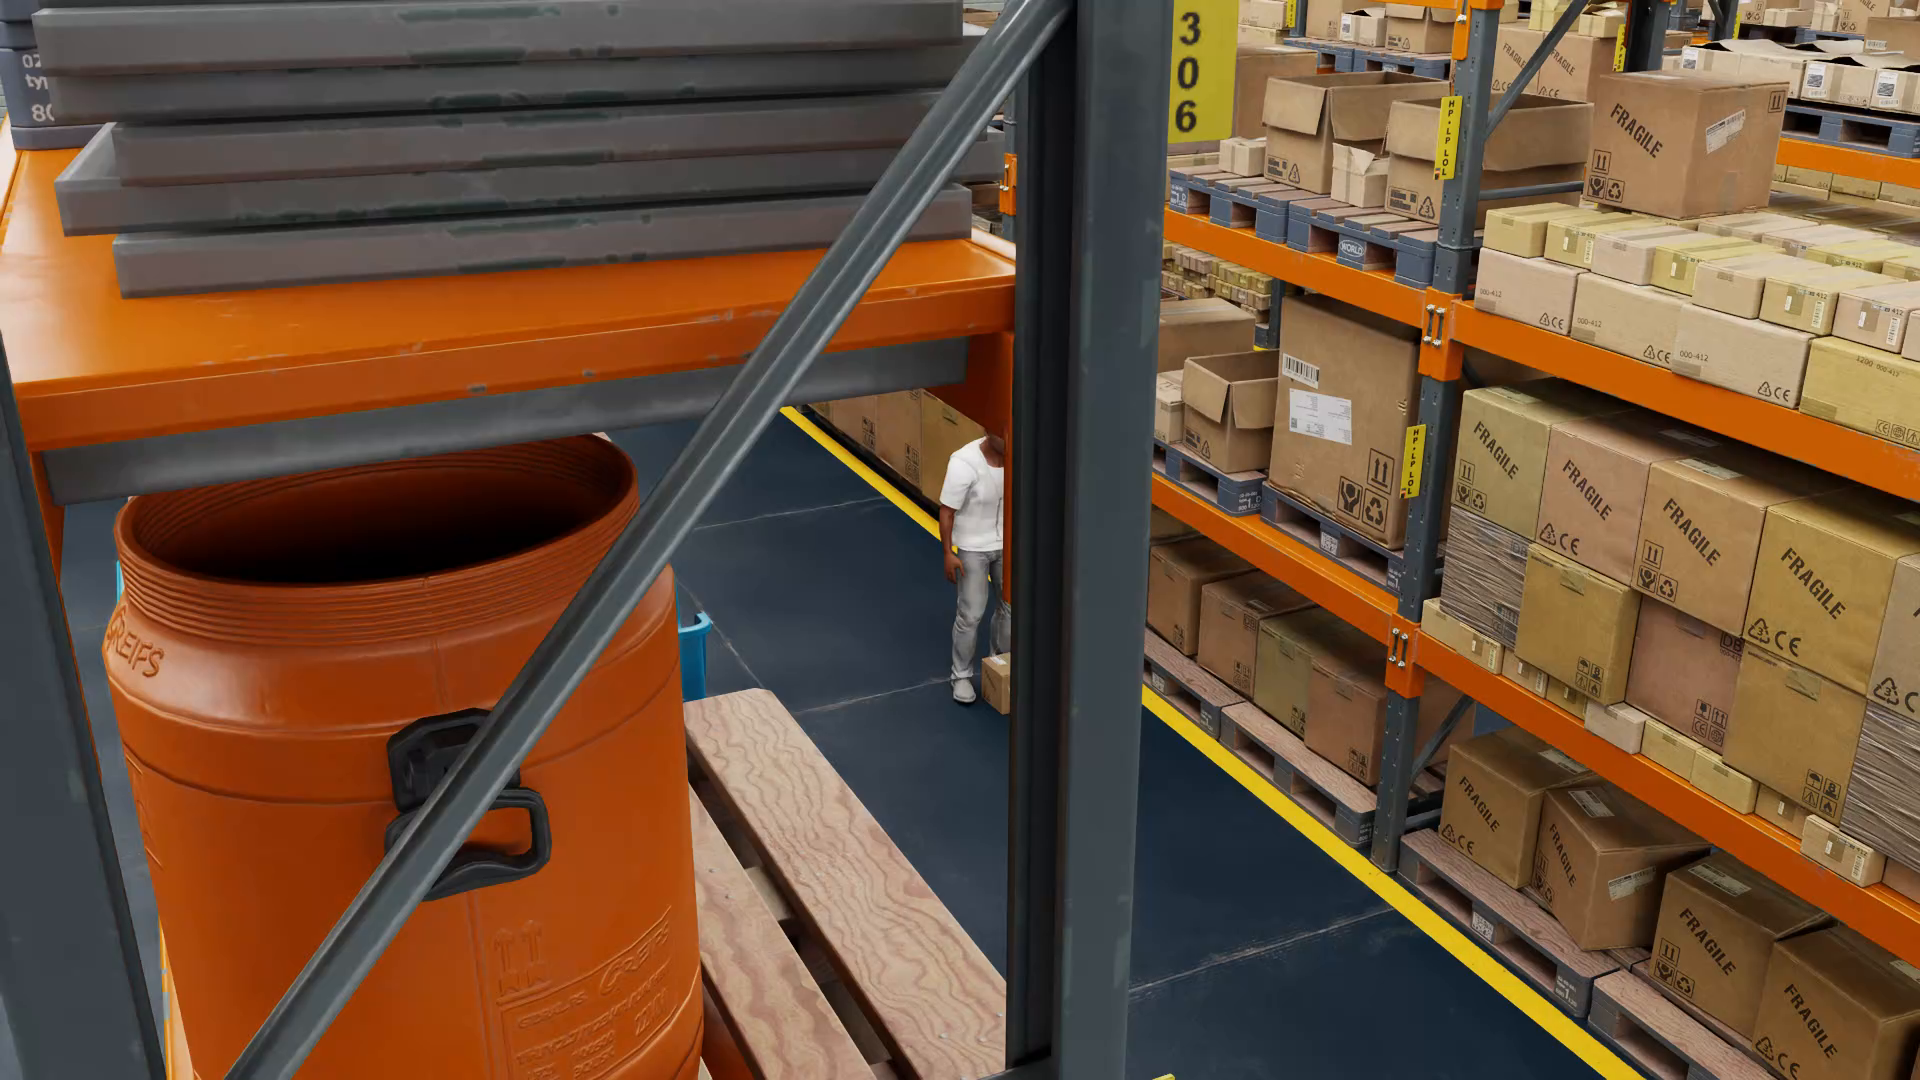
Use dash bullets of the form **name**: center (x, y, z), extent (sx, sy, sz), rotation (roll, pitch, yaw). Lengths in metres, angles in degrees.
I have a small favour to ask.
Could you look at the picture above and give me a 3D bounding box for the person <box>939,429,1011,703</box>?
- **person**: center (0.177, 0.042, 9.460), extent (0.629, 1.761, 0.458), rotation (-11, 25, -26)
